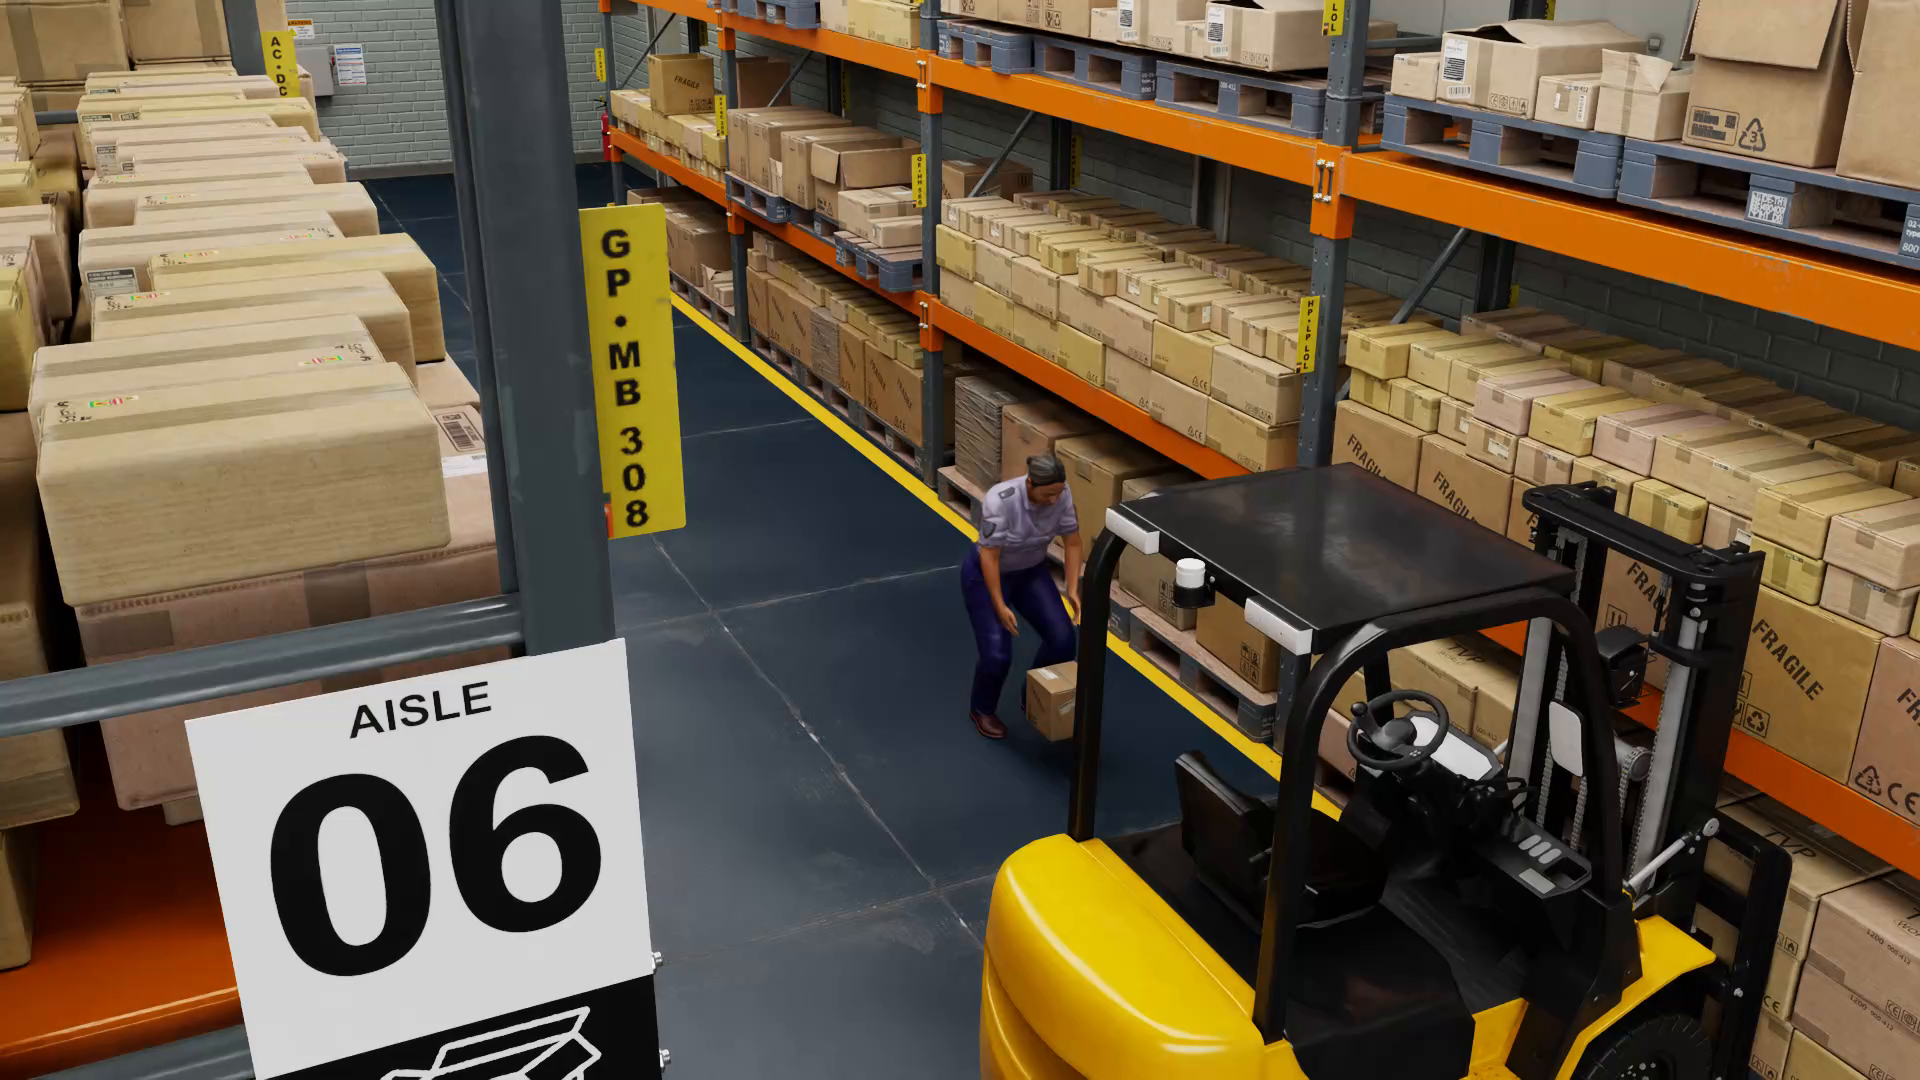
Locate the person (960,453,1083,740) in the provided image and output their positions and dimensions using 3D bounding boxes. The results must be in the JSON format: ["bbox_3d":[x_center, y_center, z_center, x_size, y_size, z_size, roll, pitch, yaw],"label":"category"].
[{"bbox_3d":[0.301,0.220,7.856,0.530,1.446,0.594,-10,24,-23],"label":"person"}]
